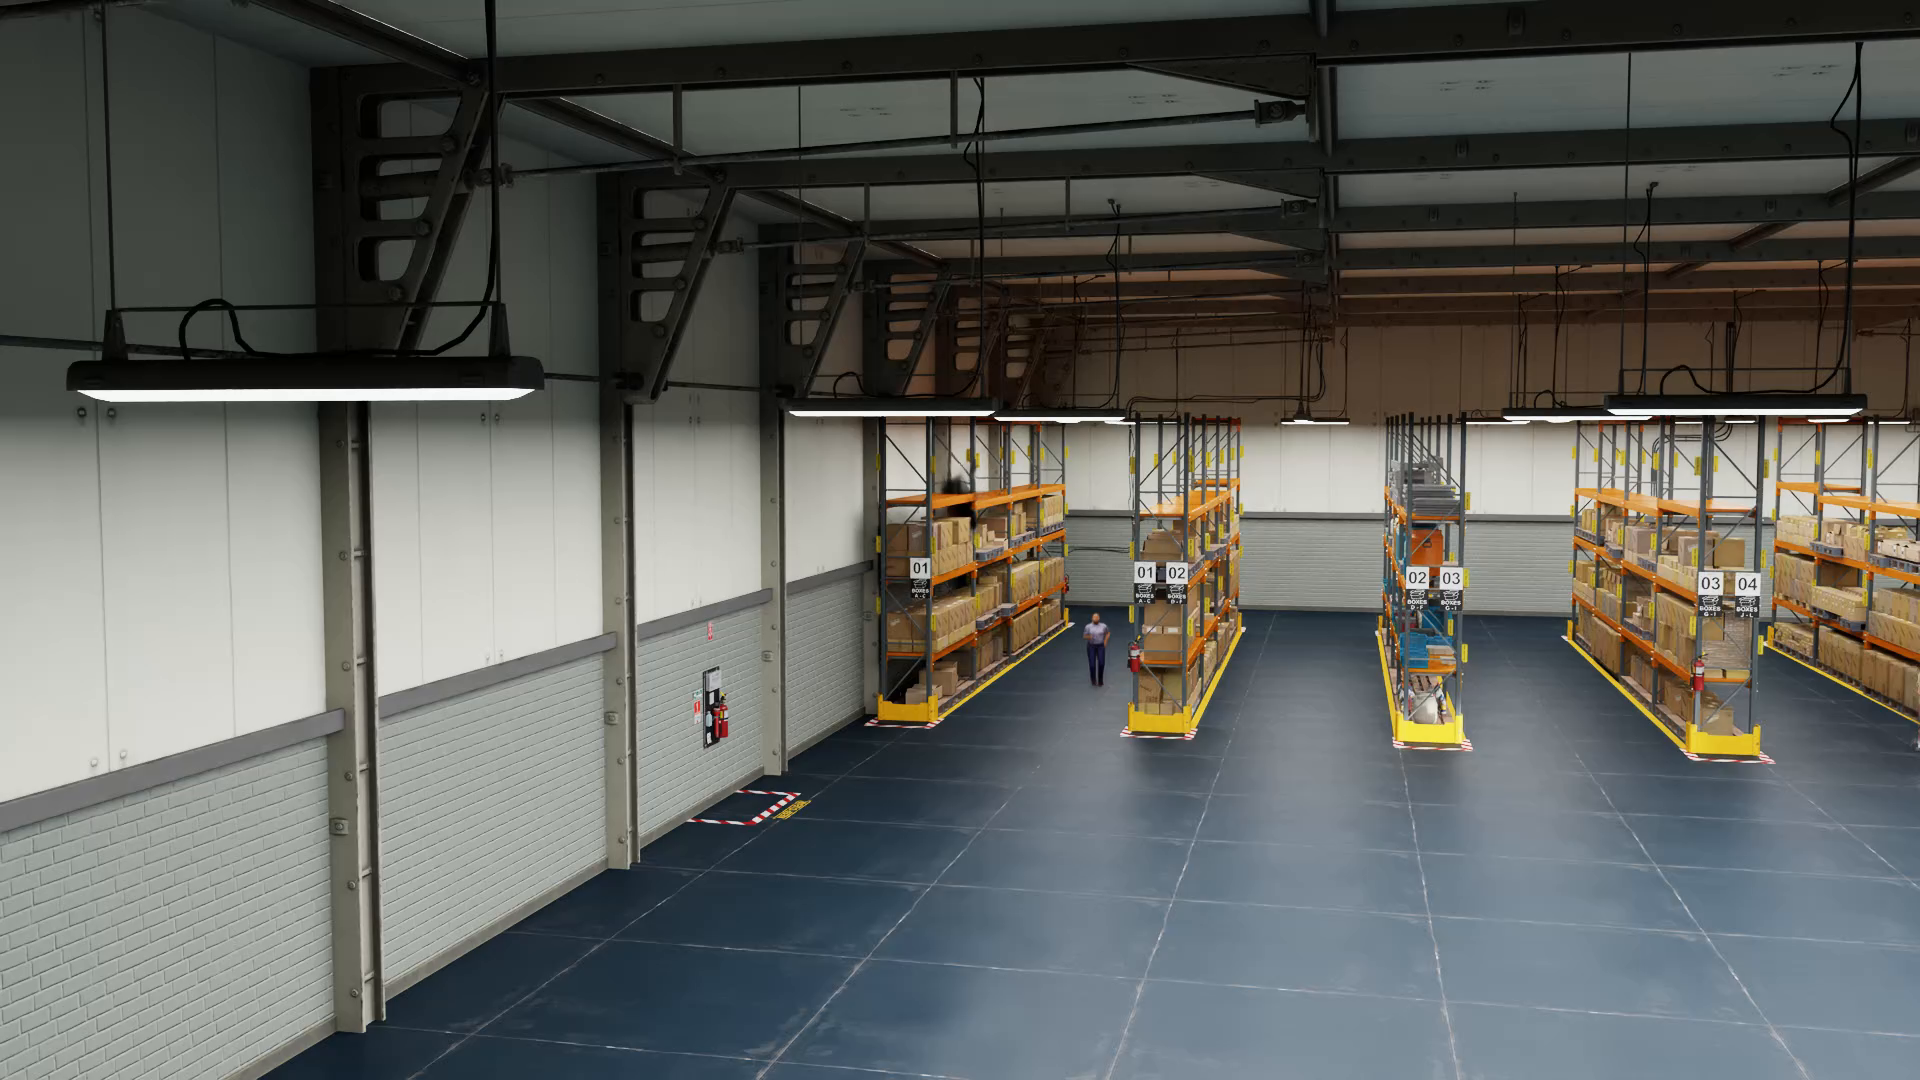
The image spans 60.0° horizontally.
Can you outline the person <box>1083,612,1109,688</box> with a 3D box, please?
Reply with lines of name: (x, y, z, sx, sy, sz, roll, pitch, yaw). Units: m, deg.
person: (3.005, 2.441, 36.658, 0.586, 1.664, 0.661, 0, 4, 3)
